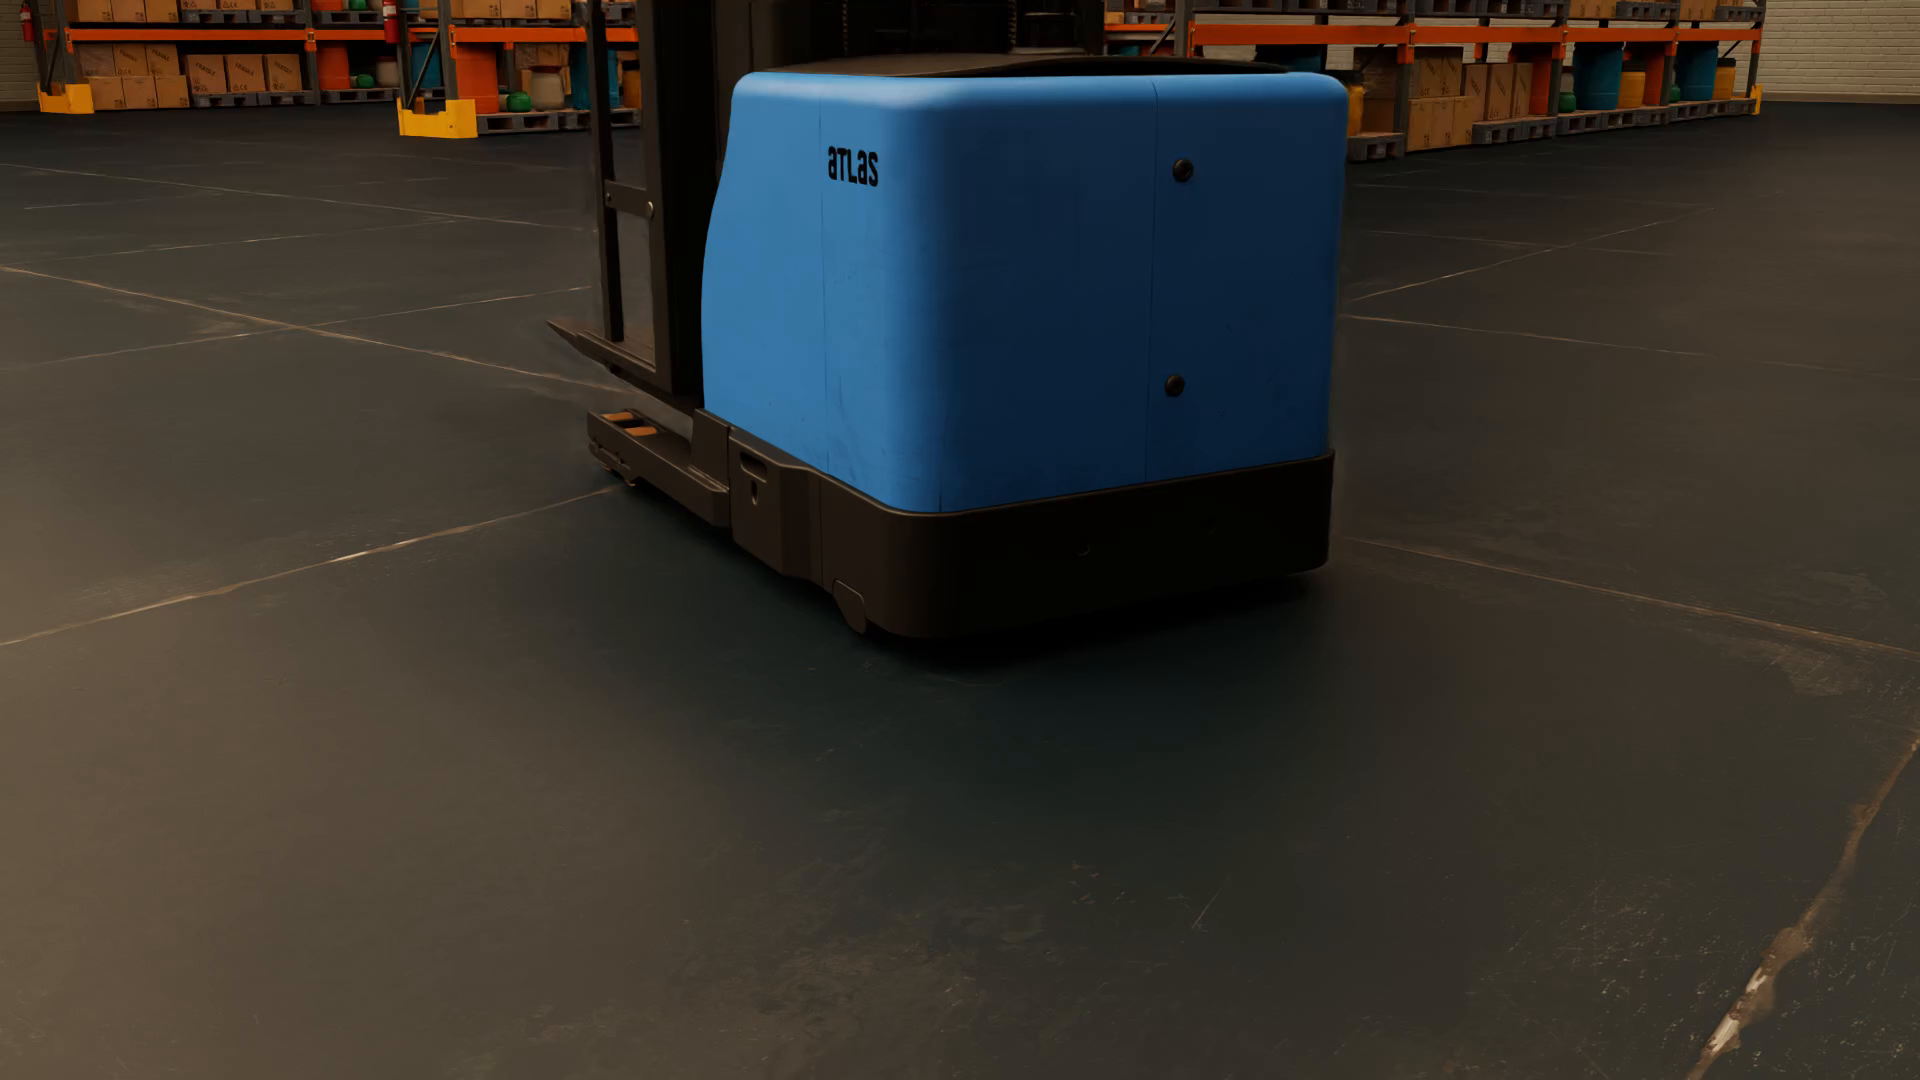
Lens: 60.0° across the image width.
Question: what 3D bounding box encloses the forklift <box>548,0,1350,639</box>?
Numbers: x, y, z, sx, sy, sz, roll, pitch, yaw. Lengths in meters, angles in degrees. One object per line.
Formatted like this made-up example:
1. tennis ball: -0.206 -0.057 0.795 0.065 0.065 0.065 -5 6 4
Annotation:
1. forklift: -0.366 -1.596 4.154 1.130 2.935 3.031 -9 19 -28
